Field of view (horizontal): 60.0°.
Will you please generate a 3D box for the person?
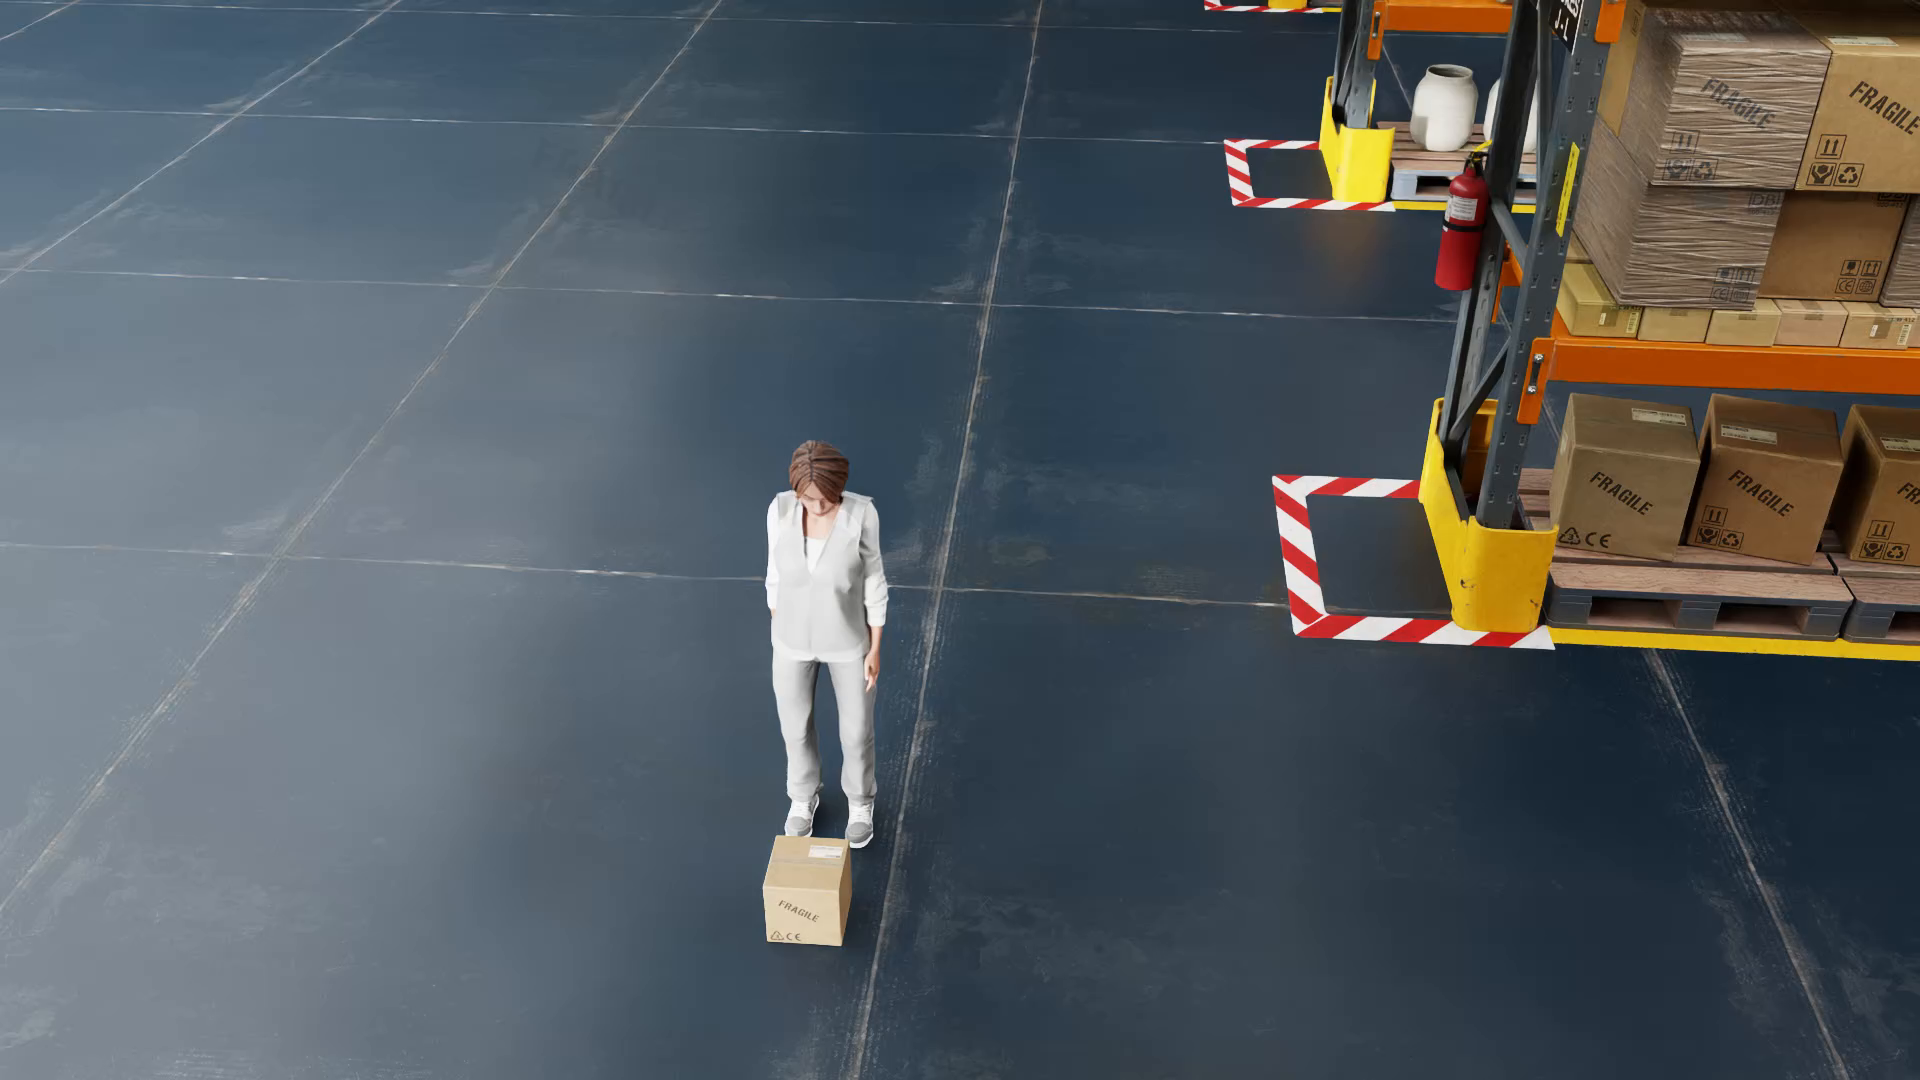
[{"bbox_3d":[-0.437,0.360,5.605,0.409,1.576,0.305,3,33,5],"label":"person"}]
